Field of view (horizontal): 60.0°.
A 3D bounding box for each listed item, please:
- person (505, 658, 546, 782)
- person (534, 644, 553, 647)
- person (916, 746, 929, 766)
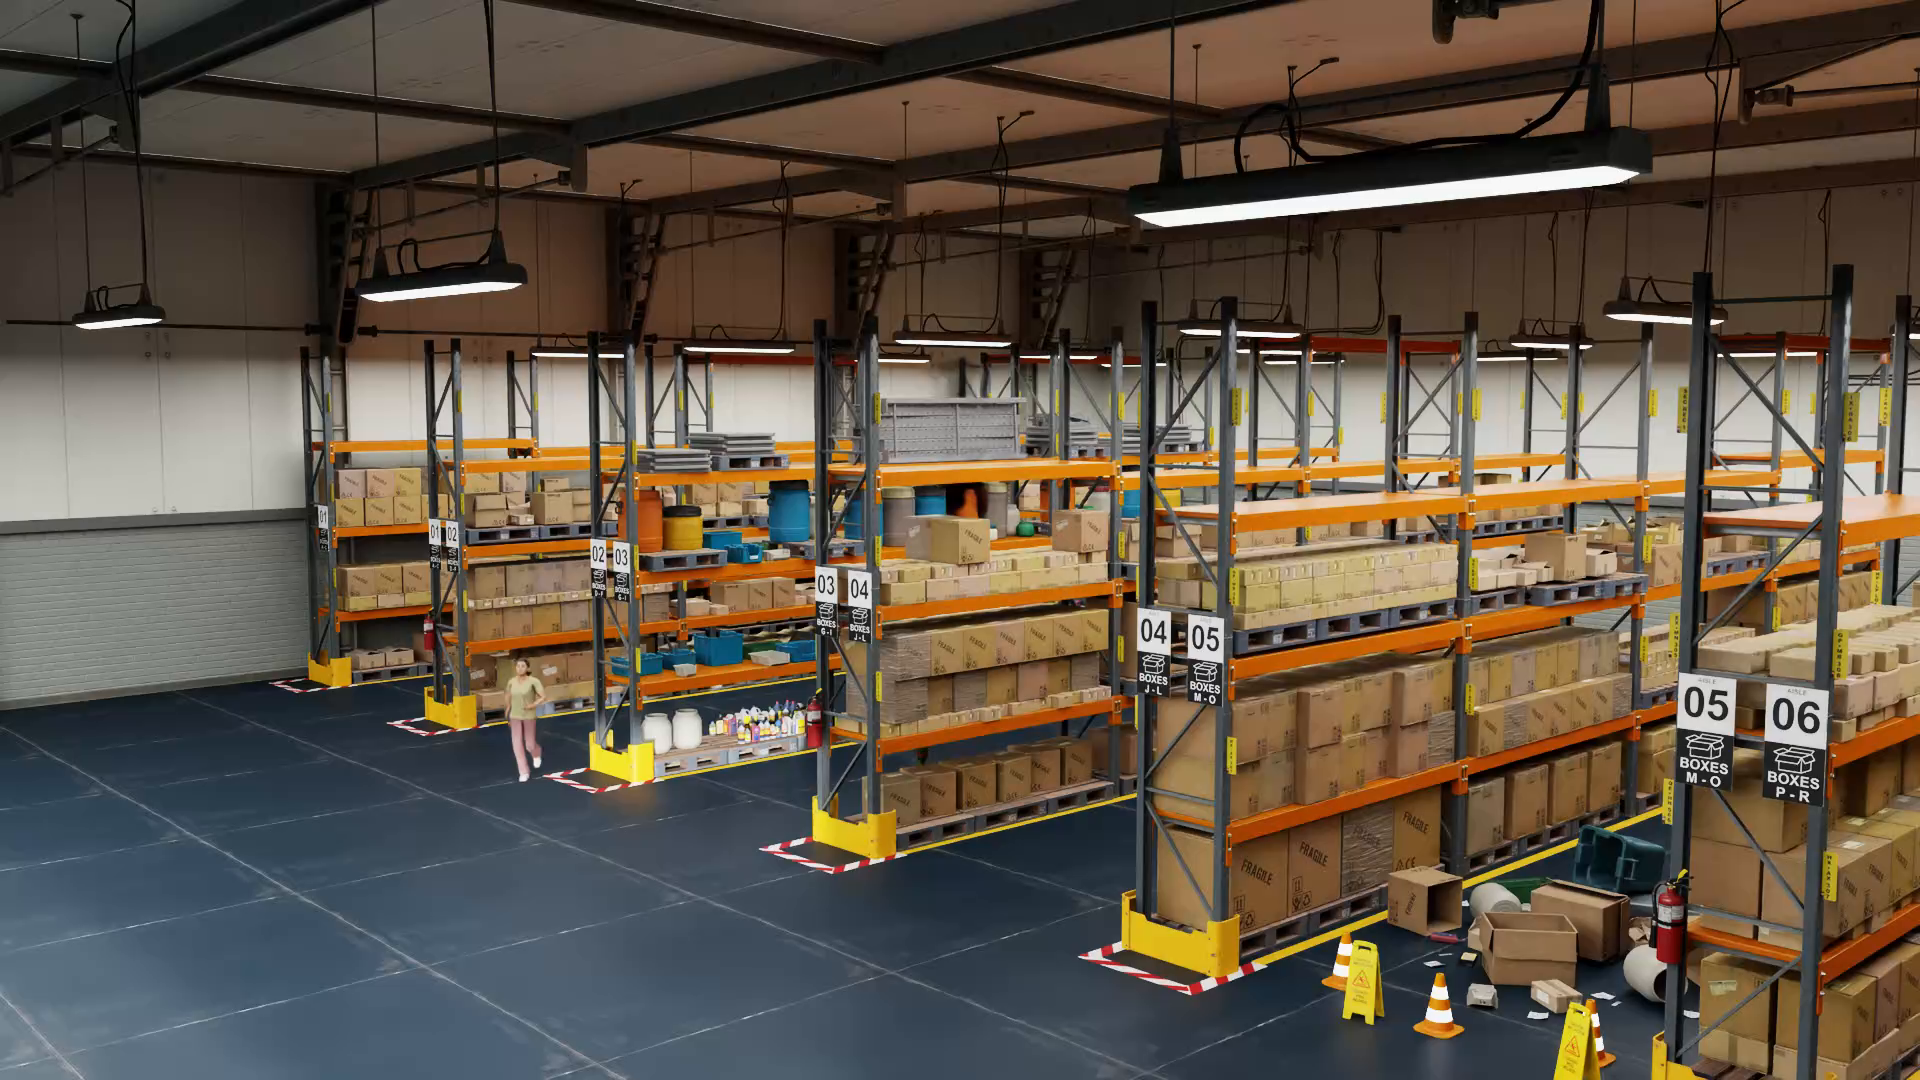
[{"bbox_3d":[-5.843,2.384,22.327,0.579,1.632,0.682,0,5,3],"label":"person"},{"bbox_3d":[-7.411,1.754,29.726,0.505,1.623,0.688,2,6,25],"label":"person"},{"bbox_3d":[-0.661,2.393,22.571,0.694,1.590,0.828,2,5,17],"label":"person"}]
